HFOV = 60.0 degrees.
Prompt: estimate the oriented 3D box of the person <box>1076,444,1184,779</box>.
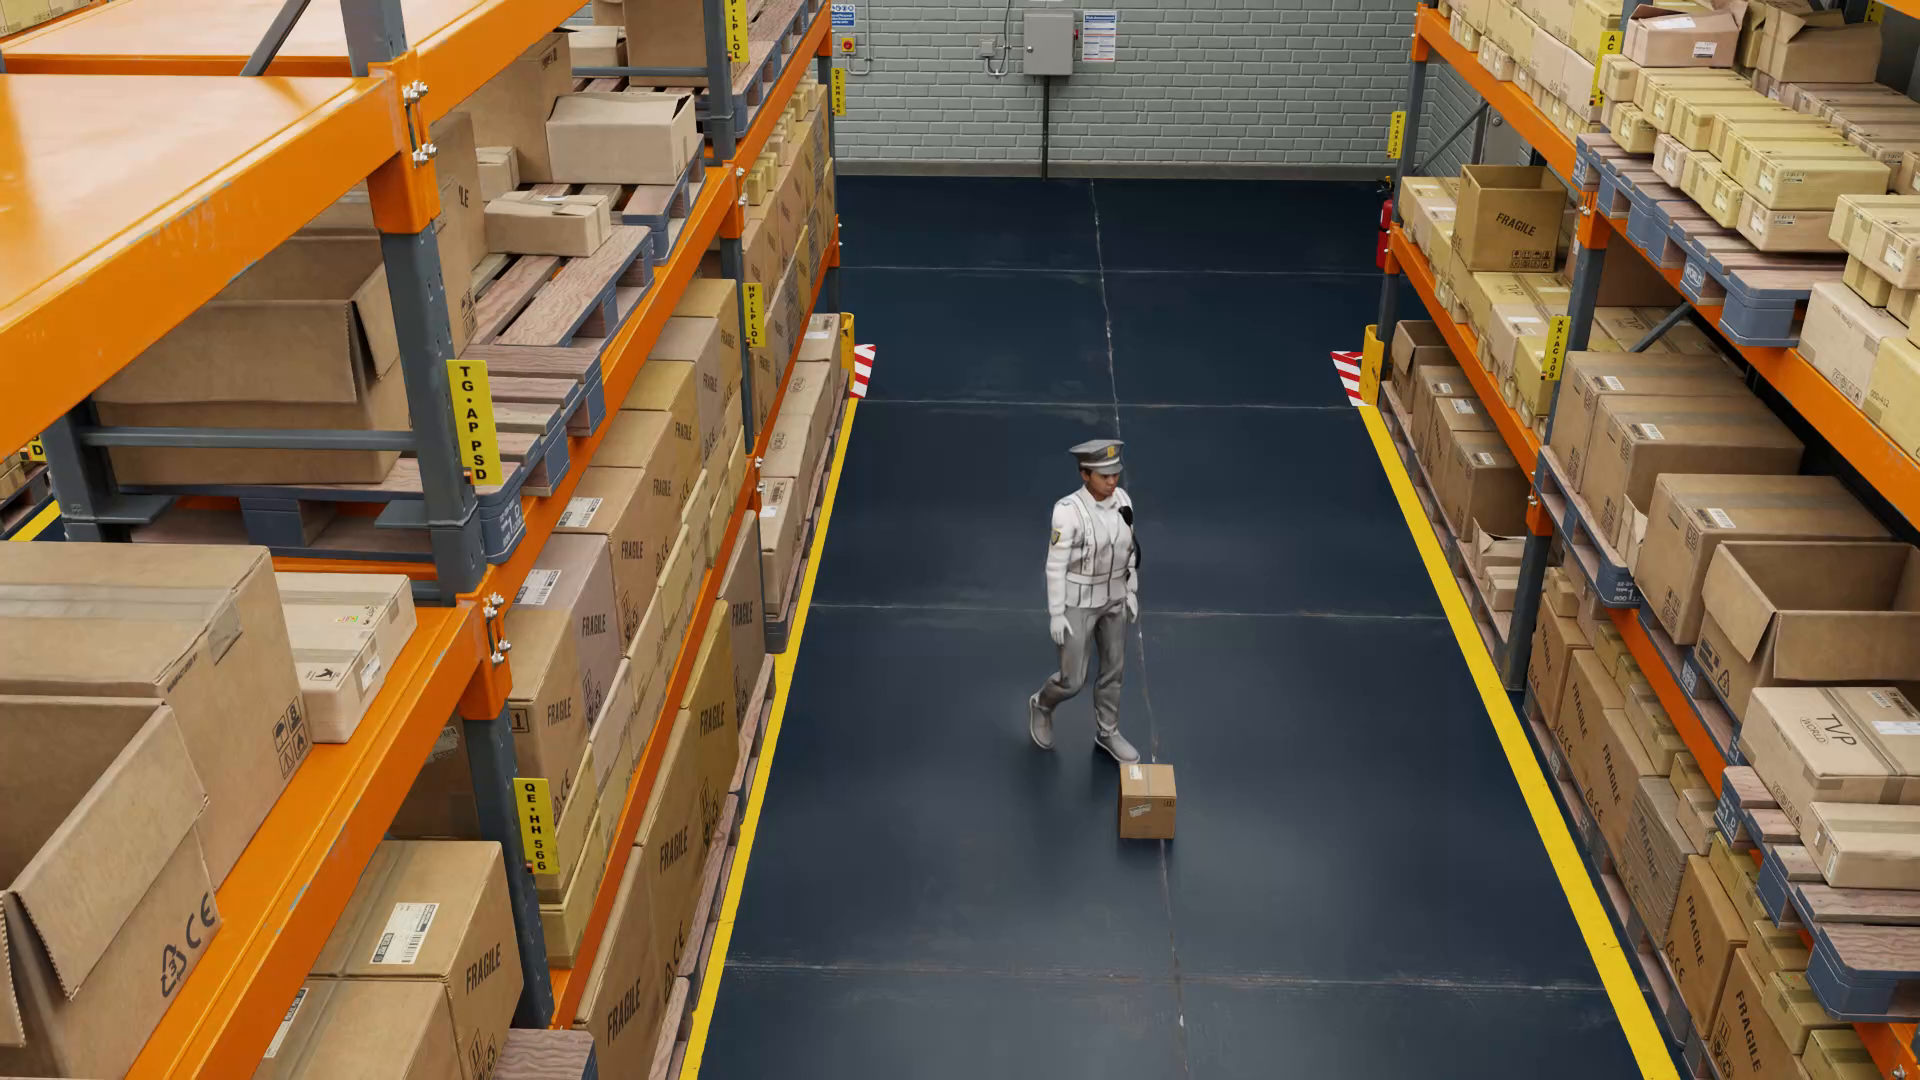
[{"bbox_3d":[0.808,0.320,7.969,0.547,1.712,0.364,-15,31,-25],"label":"person"}]
